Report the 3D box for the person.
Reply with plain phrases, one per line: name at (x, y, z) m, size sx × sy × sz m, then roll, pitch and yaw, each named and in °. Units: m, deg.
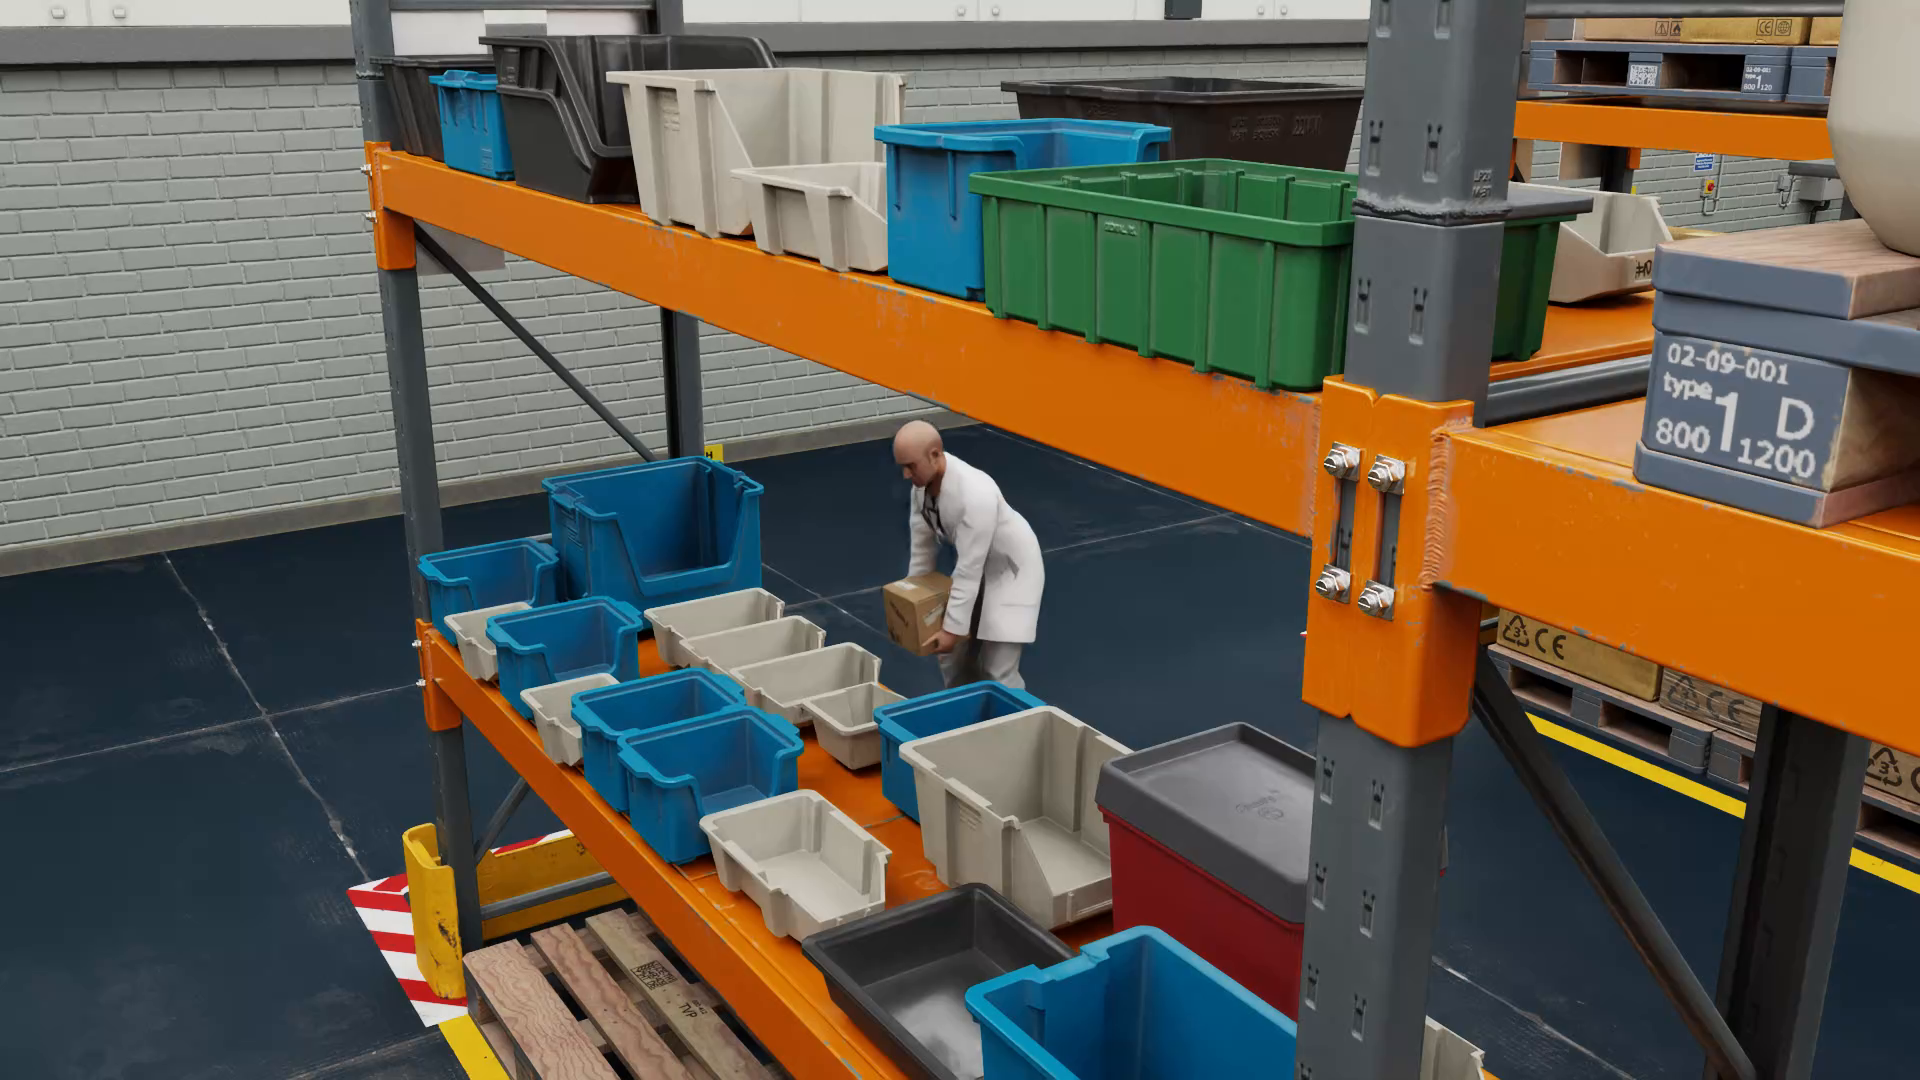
person at (0.021, 0.261, 7.024) m, size 0.697 × 1.627 × 0.540 m, roll -12°, pitch 21°, yaw -33°
